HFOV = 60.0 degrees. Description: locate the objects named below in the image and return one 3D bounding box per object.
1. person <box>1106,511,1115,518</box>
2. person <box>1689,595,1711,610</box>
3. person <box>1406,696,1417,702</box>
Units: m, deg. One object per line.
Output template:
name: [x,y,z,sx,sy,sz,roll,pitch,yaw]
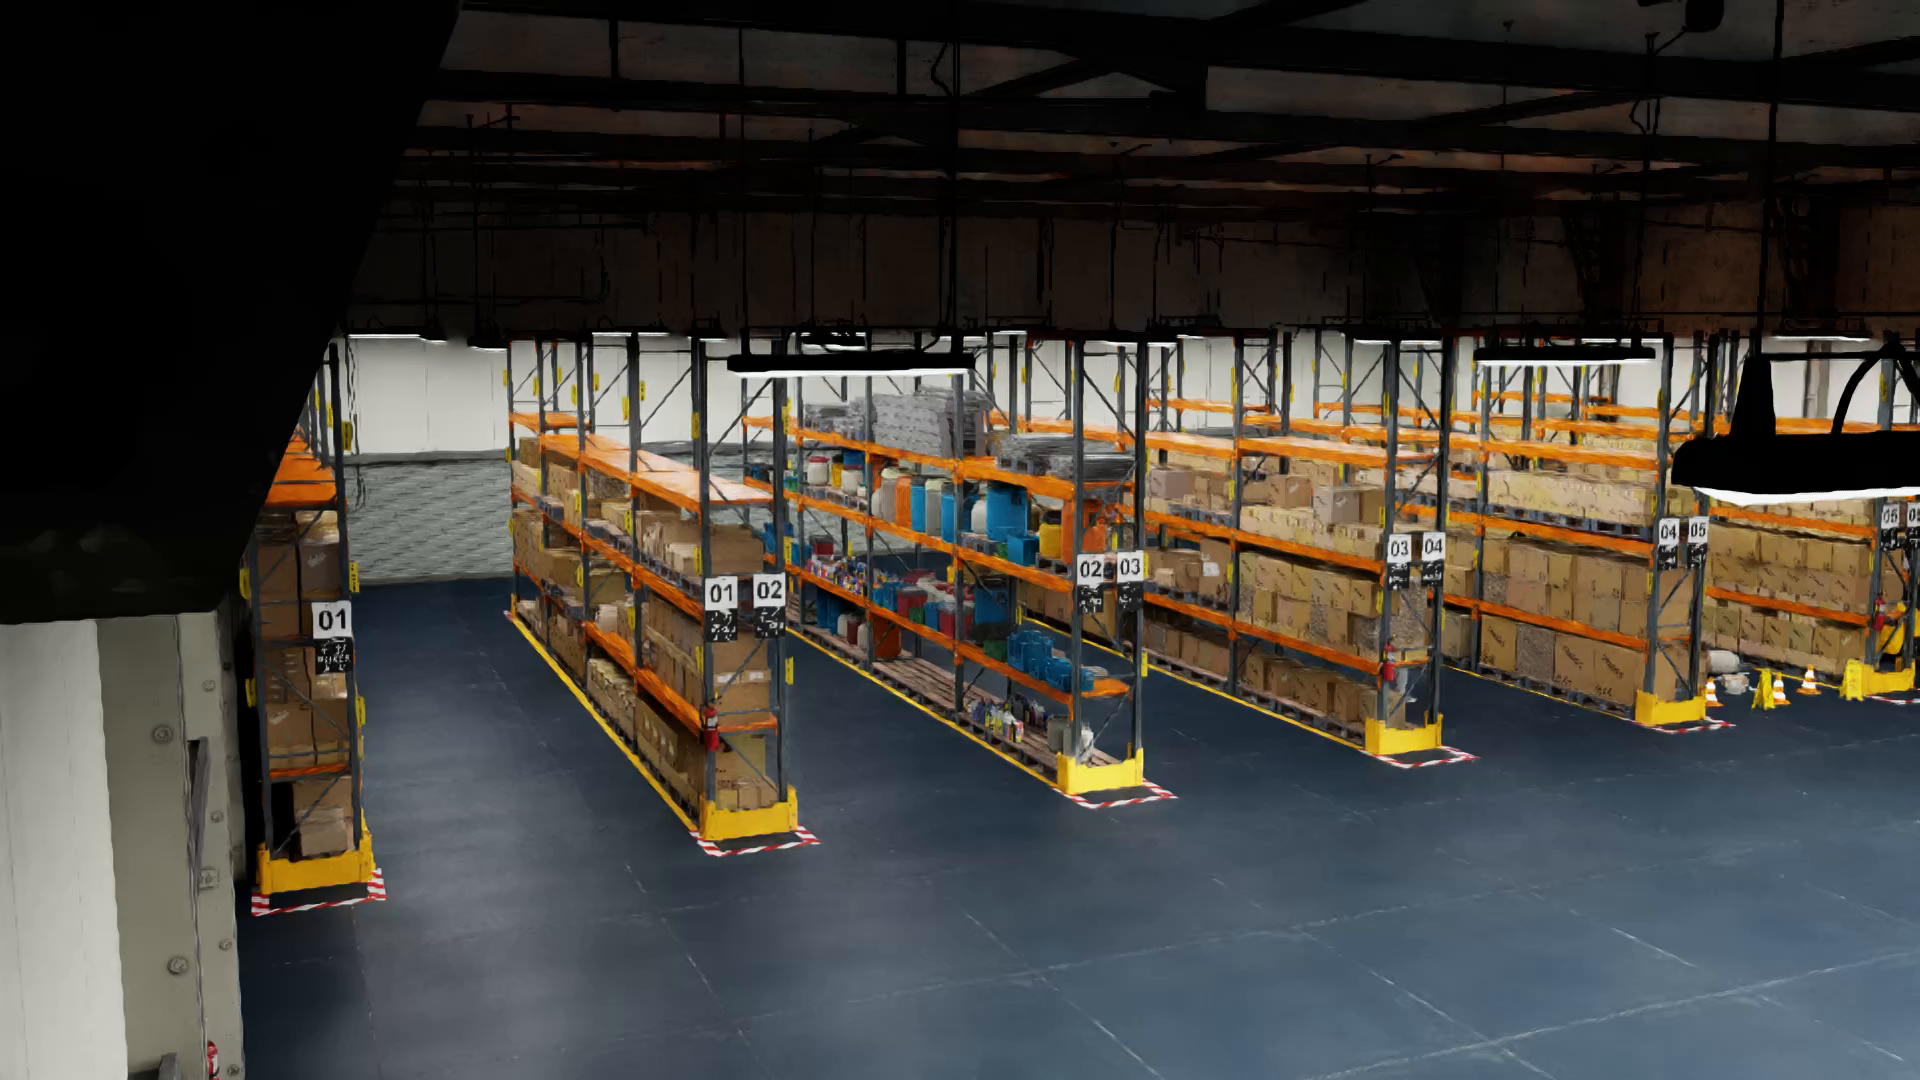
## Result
person: [3.802,-0.078,42.316,0.428,1.319,0.883,0,8,1]
person: [15.104,0.825,33.926,0.544,1.782,0.636,1,8,7]
person: [6.961,1.813,27.054,0.634,1.693,0.807,-7,11,-43]
